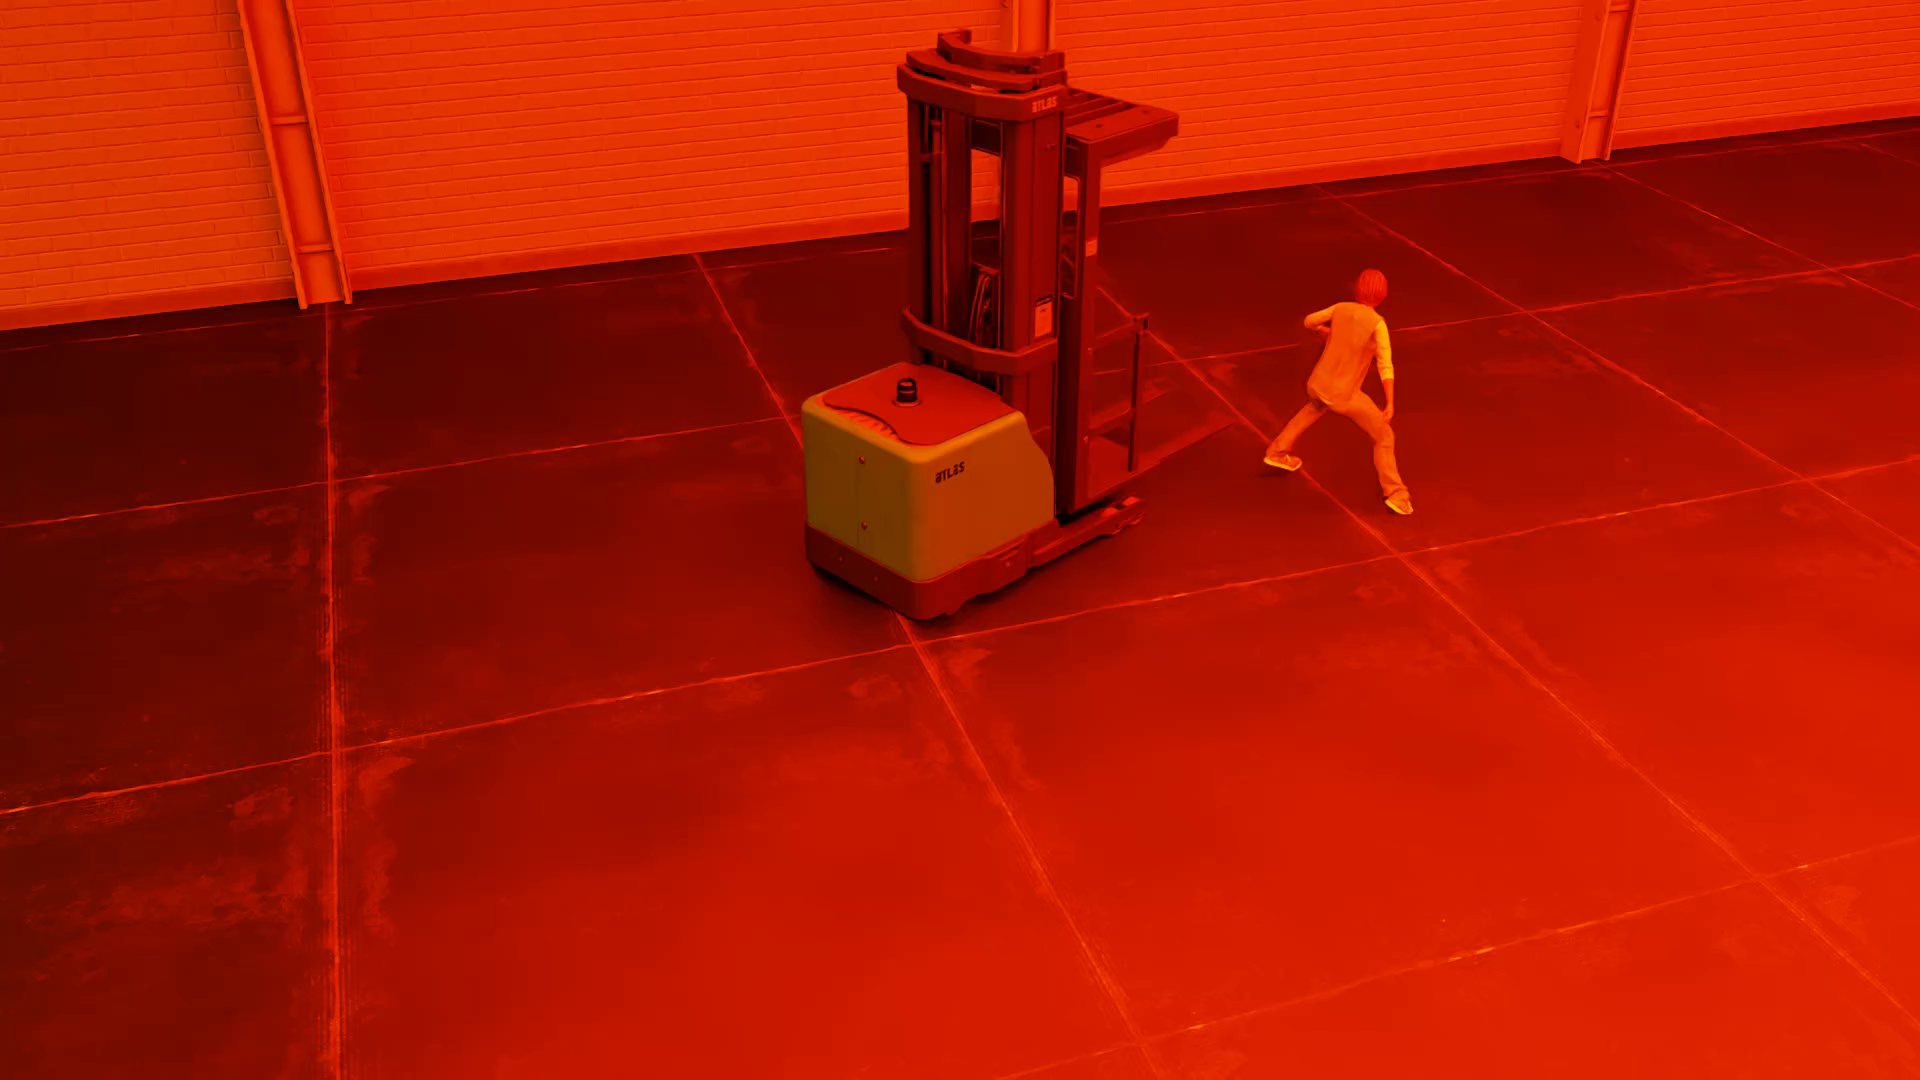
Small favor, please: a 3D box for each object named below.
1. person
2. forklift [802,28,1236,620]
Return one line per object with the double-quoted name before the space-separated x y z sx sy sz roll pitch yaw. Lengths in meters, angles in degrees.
"person" 2.404 -0.893 10.219 0.519 1.530 0.960 -19 35 -29
"forklift" 0.508 -1.463 9.630 3.031 2.935 1.130 -26 39 -37
